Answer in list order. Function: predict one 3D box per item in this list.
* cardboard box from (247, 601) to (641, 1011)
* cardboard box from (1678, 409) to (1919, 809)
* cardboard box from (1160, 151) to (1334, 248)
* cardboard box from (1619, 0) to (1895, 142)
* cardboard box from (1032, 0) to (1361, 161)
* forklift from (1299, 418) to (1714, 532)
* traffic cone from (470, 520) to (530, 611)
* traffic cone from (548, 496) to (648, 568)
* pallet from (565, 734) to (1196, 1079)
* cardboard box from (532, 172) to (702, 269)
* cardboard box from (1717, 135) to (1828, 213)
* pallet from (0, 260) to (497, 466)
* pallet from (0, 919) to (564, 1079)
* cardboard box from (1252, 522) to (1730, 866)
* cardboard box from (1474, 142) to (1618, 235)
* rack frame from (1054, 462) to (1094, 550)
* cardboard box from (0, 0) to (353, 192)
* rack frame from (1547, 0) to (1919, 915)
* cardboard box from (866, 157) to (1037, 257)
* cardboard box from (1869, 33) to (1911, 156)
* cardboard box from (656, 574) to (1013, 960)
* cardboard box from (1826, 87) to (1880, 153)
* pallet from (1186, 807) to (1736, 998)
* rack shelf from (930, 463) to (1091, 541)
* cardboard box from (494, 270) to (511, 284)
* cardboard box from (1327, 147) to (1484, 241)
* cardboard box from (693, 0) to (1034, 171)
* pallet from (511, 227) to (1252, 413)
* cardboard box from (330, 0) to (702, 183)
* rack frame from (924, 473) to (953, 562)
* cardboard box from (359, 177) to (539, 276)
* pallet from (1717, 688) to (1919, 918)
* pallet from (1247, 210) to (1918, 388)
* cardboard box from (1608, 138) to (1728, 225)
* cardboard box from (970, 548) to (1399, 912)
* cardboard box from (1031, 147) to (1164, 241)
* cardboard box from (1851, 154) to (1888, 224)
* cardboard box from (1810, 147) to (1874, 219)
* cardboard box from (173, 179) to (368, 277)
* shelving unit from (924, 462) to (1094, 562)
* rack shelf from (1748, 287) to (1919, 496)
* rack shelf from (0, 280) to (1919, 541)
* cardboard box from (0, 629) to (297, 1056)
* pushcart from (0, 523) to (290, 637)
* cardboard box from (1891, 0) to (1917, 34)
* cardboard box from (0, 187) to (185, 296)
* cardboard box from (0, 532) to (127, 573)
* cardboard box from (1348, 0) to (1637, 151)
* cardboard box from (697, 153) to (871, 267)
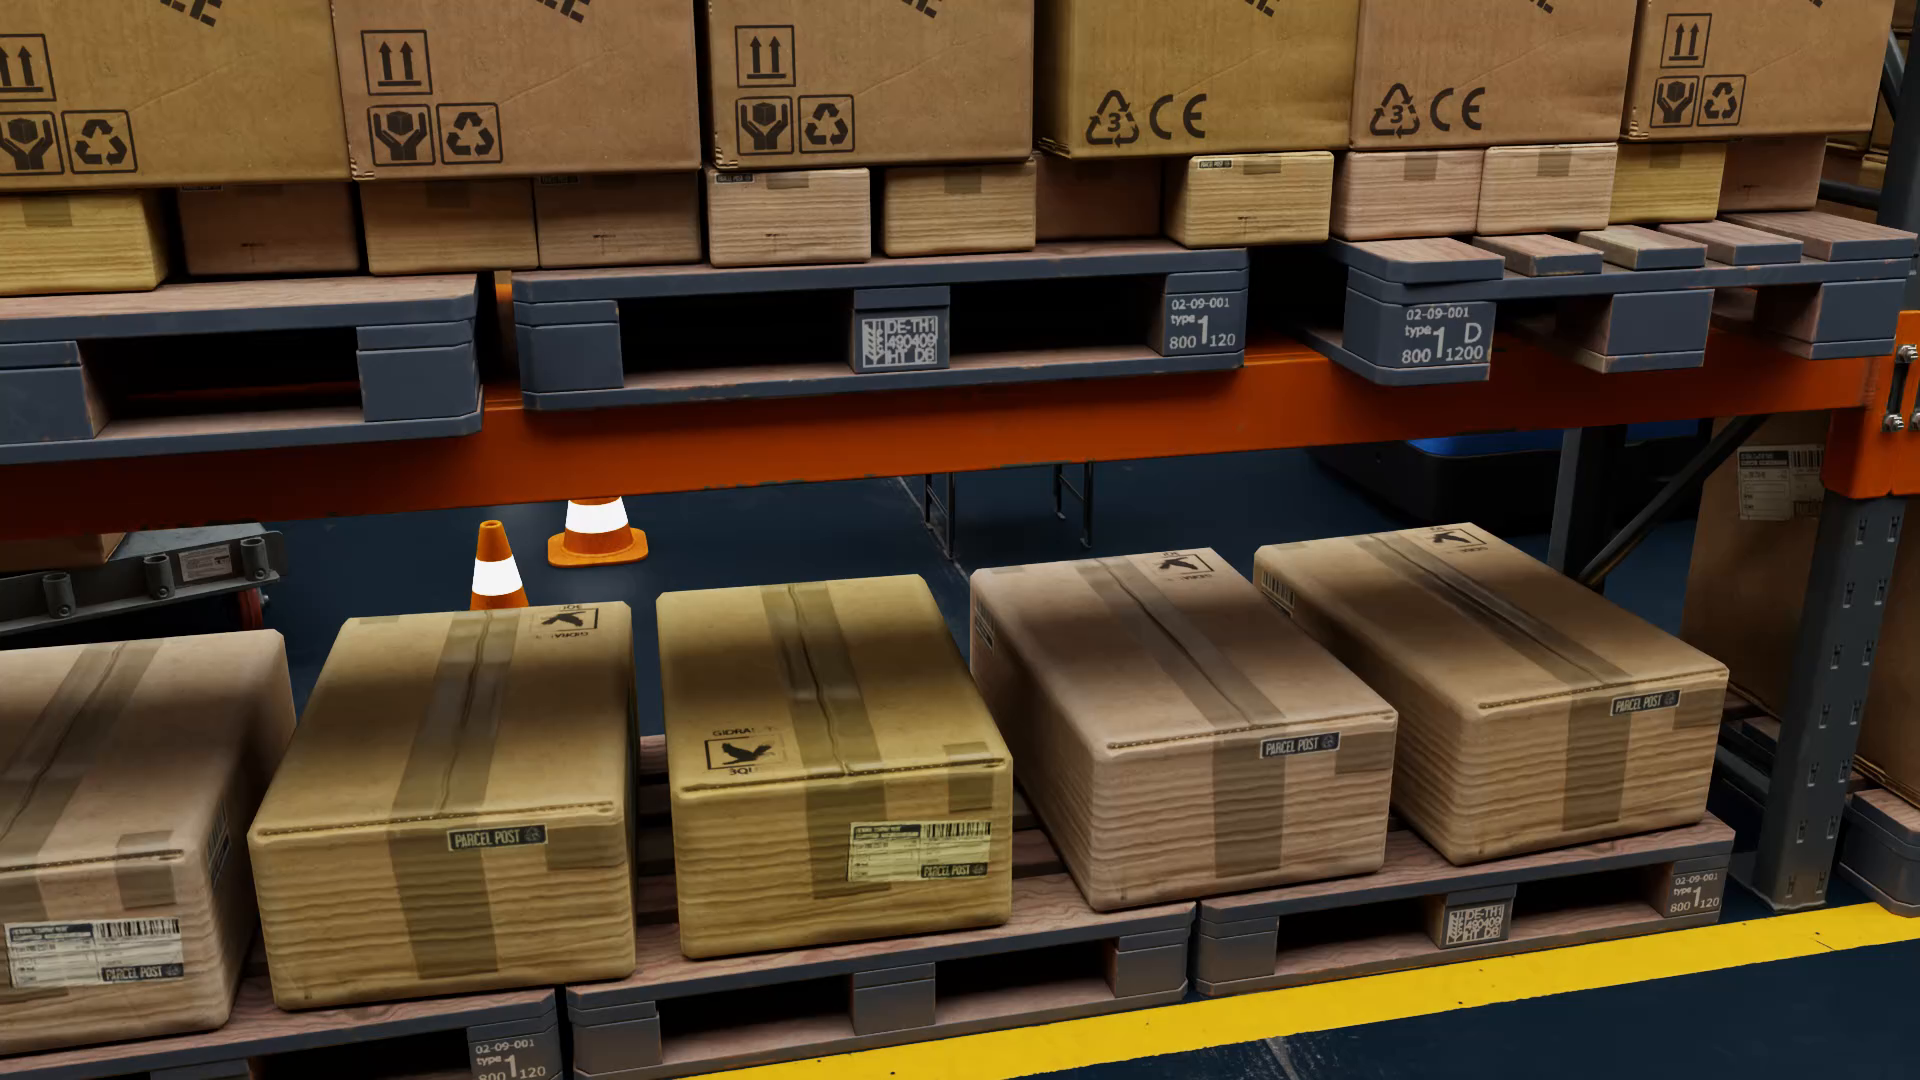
[{"bbox_3d":[-0.975,0.484,3.341,0.625,0.372,0.950,-3,20,-9],"label":"cardboard box"},{"bbox_3d":[2.400,0.005,3.918,0.875,0.875,0.875,-5,21,-13],"label":"cardboard box"},{"bbox_3d":[0.454,-0.619,2.898,0.250,0.149,0.380,-4,21,-12],"label":"cardboard box"},{"bbox_3d":[1.331,-1.023,3.059,0.500,0.500,0.500,-5,21,-14],"label":"cardboard box"},{"bbox_3d":[0.339,-0.938,2.827,0.500,0.500,0.500,-6,21,-16],"label":"cardboard box"},{"bbox_3d":[2.923,-1.676,6.130,3.031,2.935,1.130,-6,21,-16],"label":"forklift"},{"bbox_3d":[-1.299,0.173,4.671,0.334,0.463,0.336,-5,21,-12],"label":"traffic cone"},{"bbox_3d":[-1.247,-0.185,5.647,0.334,0.463,0.336,-5,21,-12],"label":"traffic cone"},{"bbox_3d":[-0.237,0.698,3.603,1.213,0.211,1.003,-5,21,-12],"label":"pallet"},{"bbox_3d":[-0.569,-0.559,2.735,0.250,0.149,0.380,-4,21,-12],"label":"cardboard box"},{"bbox_3d":[1.444,-0.743,3.237,0.250,0.149,0.380,-4,20,-10],"label":"cardboard box"},{"bbox_3d":[-1.406,-0.374,2.752,1.213,0.211,1.003,-5,21,-12],"label":"pallet"},{"bbox_3d":[-1.426,0.795,3.336,1.213,0.211,1.003,-5,21,-12],"label":"pallet"},{"bbox_3d":[1.157,0.310,3.818,0.625,0.372,0.950,-6,21,-16],"label":"cardboard box"},{"bbox_3d":[0.965,-0.663,3.017,0.250,0.149,0.380,-5,21,-13],"label":"cardboard box"},{"bbox_3d":[0.399,-1.018,5.542,0.015,2.100,0.400,-5,21,-12],"label":"rack frame"},{"bbox_3d":[-1.174,-0.817,2.495,0.500,0.500,0.500,-5,21,-12],"label":"cardboard box"},{"bbox_3d":[1.709,-0.768,3.551,0.127,3.000,1.000,-5,21,-12],"label":"rack frame"},{"bbox_3d":[-0.045,-0.594,2.829,0.250,0.149,0.380,-5,21,-14],"label":"cardboard box"},{"bbox_3d":[2.259,-0.890,3.375,0.500,0.250,0.500,-5,21,-13],"label":"cardboard box"},{"bbox_3d":[-0.298,0.429,3.493,0.625,0.372,0.950,-4,20,-11],"label":"cardboard box"},{"bbox_3d":[2.122,-1.056,3.828,0.500,0.250,0.500,-5,21,-13],"label":"cardboard box"},{"bbox_3d":[0.948,0.602,3.864,1.213,0.211,1.003,-5,21,-12],"label":"pallet"},{"bbox_3d":[0.161,-0.329,5.735,0.480,0.518,0.431,-5,21,-12],"label":"rack shelf"},{"bbox_3d":[-1.898,-1.396,7.925,0.750,0.750,1.050,-5,21,-12],"label":"cardboard box"},{"bbox_3d":[0.718,-0.645,2.970,0.250,0.149,0.380,-6,21,-15],"label":"cardboard box"},{"bbox_3d":[-0.192,-0.895,2.710,0.500,0.500,0.500,-6,21,-15],"label":"cardboard box"},{"bbox_3d":[-0.208,-0.508,3.119,1.213,0.211,1.003,-5,21,-12],"label":"pallet"},{"bbox_3d":[-0.690,-0.851,2.589,0.500,0.500,0.500,-5,21,-13],"label":"cardboard box"},{"bbox_3d":[-0.076,-0.980,5.436,0.015,2.100,0.400,-5,21,-12],"label":"rack frame"},{"bbox_3d":[-0.810,-0.540,2.683,0.250,0.149,0.380,-4,21,-12],"label":"cardboard box"},{"bbox_3d":[2.494,0.504,4.133,1.213,0.211,1.003,-5,21,-12],"label":"pallet"},{"bbox_3d":[1.040,-0.586,3.333,1.003,0.211,1.213,-5,21,-12],"label":"pallet"},{"bbox_3d":[1.200,-0.698,3.113,0.250,0.149,0.380,-4,21,-12],"label":"cardboard box"},{"bbox_3d":[0.441,0.371,3.651,0.625,0.372,0.950,-5,21,-14],"label":"cardboard box"},{"bbox_3d":[0.180,-0.641,2.959,0.250,0.149,0.380,-4,21,-12],"label":"cardboard box"},{"bbox_3d":[2.243,-0.653,3.453,0.500,0.250,0.500,-5,21,-13],"label":"cardboard box"},{"bbox_3d":[2.142,-0.825,3.924,0.500,0.250,0.500,-5,21,-14],"label":"cardboard box"},{"bbox_3d":[-1.070,-0.534,2.666,0.250,0.149,0.380,-3,20,-9],"label":"cardboard box"},{"bbox_3d":[0.161,-0.999,5.489,0.503,2.100,0.431,-5,21,-12],"label":"shelving unit"},{"bbox_3d":[3.656,-0.589,4.107,4.000,0.370,1.077,-5,21,-12],"label":"rack shelf"},{"bbox_3d":[-0.237,-0.272,3.243,4.000,0.370,1.077,-5,21,-12],"label":"rack shelf"},{"bbox_3d":[-1.674,0.543,3.183,0.625,0.372,0.950,-4,21,-12],"label":"cardboard box"},{"bbox_3d":[-2.757,0.020,5.211,0.936,0.377,1.648,-13,24,-31],"label":"pushcart"},{"bbox_3d":[2.245,-1.242,3.245,0.500,0.500,0.500,-5,21,-14],"label":"cardboard box"},{"bbox_3d":[-1.328,-0.486,2.535,0.250,0.149,0.380,-4,21,-11],"label":"cardboard box"},{"bbox_3d":[-2.622,-0.227,4.607,0.500,0.500,0.500,-5,21,-12],"label":"cardboard box"},{"bbox_3d":[0.830,-0.979,2.937,0.500,0.500,0.500,-5,21,-13],"label":"cardboard box"},{"bbox_3d":[-0.298,-0.563,2.745,0.250,0.149,0.380,-4,20,-10],"label":"cardboard box"}]
